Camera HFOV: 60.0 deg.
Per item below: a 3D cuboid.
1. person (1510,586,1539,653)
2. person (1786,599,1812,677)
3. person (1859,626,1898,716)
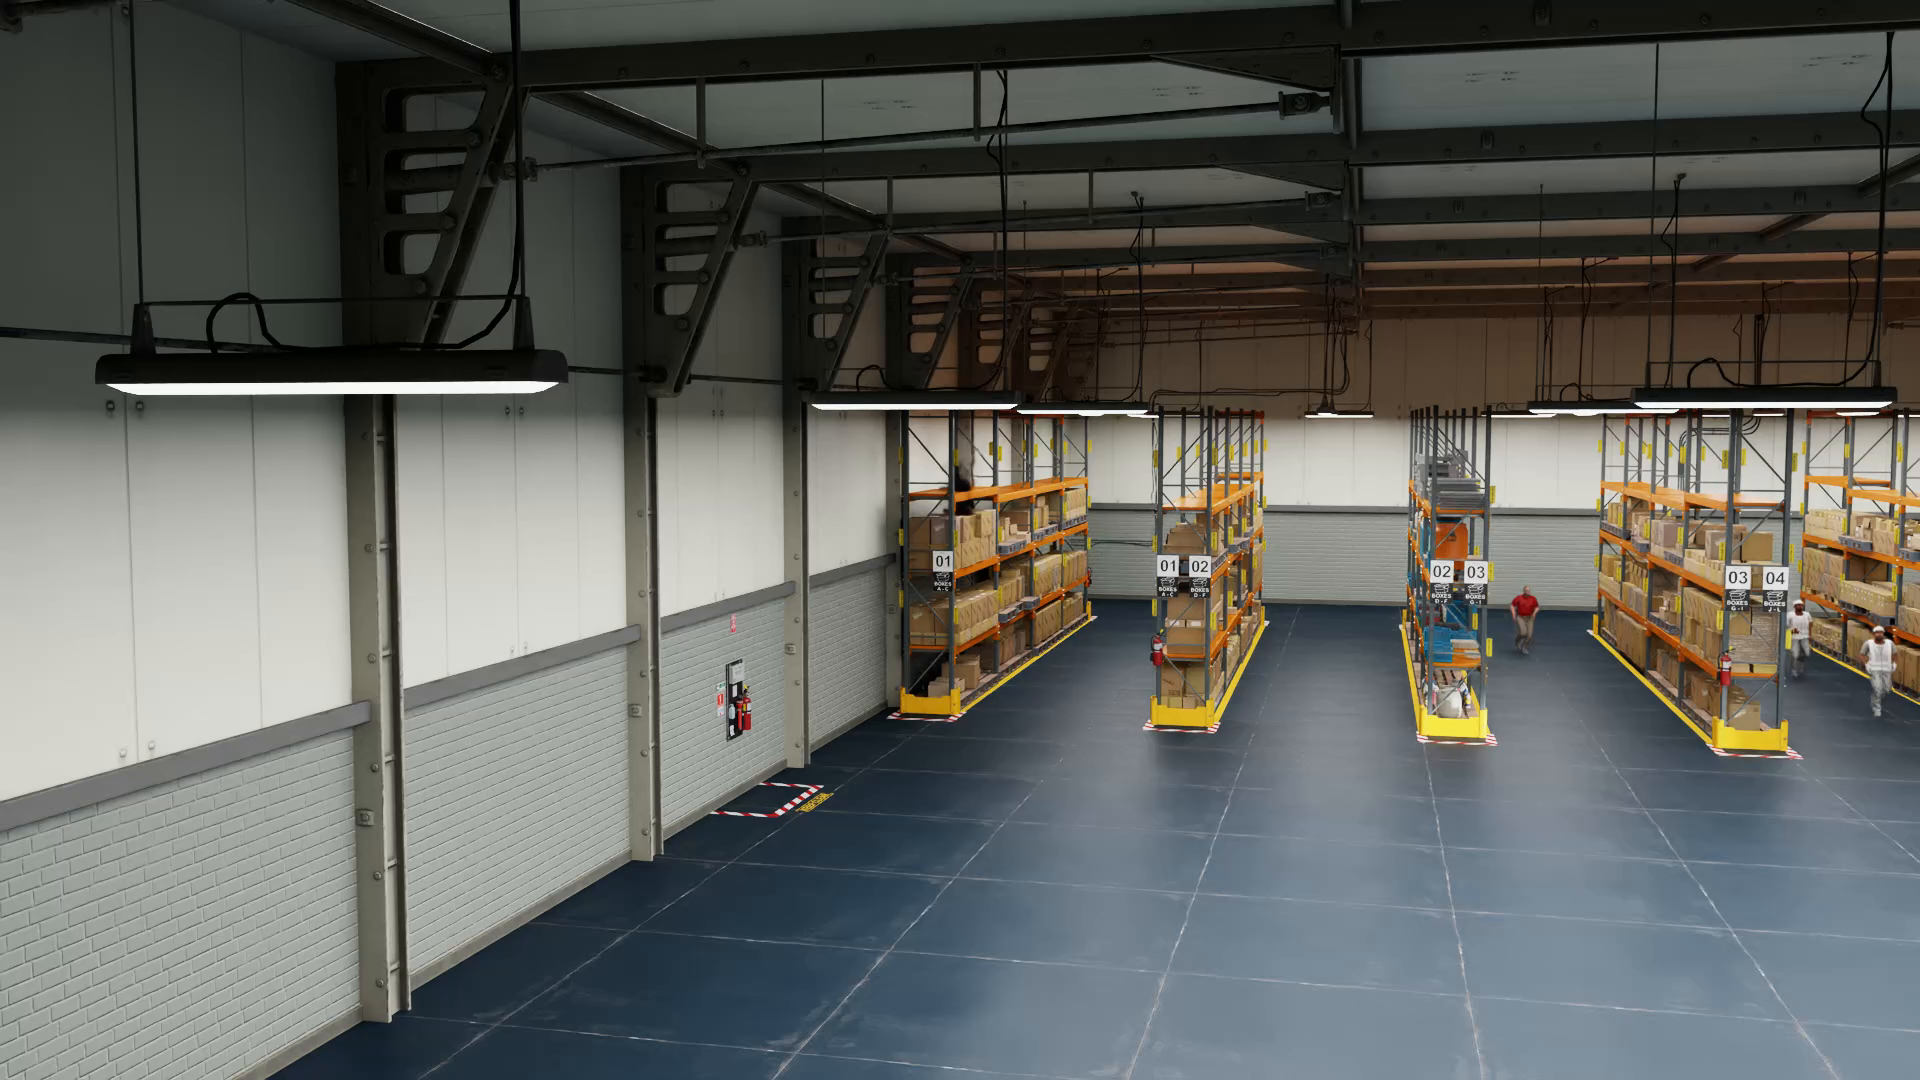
[{"bbox_3d":[13.886,1.960,40.822,0.651,1.671,0.632,0,4,2],"label":"person"},{"bbox_3d":[18.703,2.194,37.067,0.720,1.733,0.603,0,4,6],"label":"person"},{"bbox_3d":[17.866,2.538,32.347,0.676,1.748,0.576,1,4,15],"label":"person"}]
